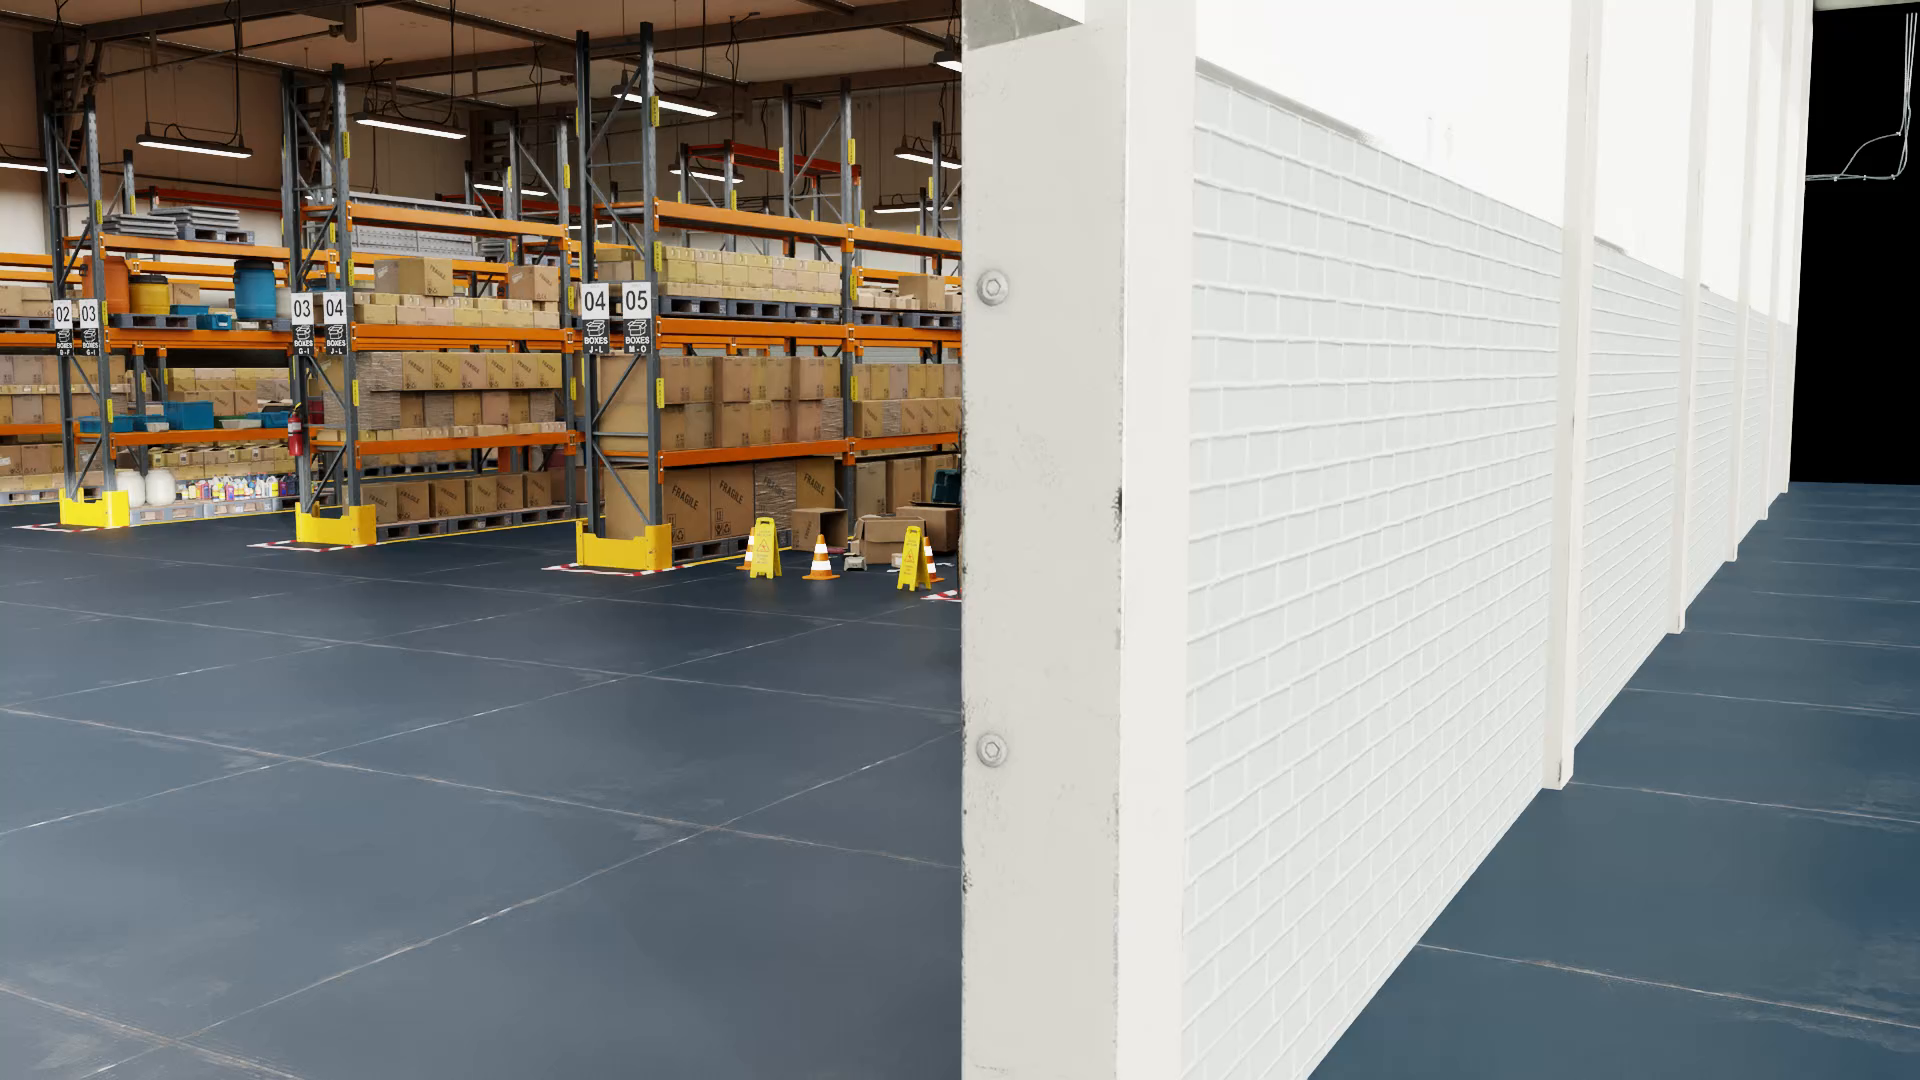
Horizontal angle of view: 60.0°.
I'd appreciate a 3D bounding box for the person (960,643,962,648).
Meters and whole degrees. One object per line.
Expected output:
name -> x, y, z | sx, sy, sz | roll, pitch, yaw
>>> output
person -> 0.263, 0.053, 13.335 | 0.476, 1.672, 0.415 | 3, 7, 27
